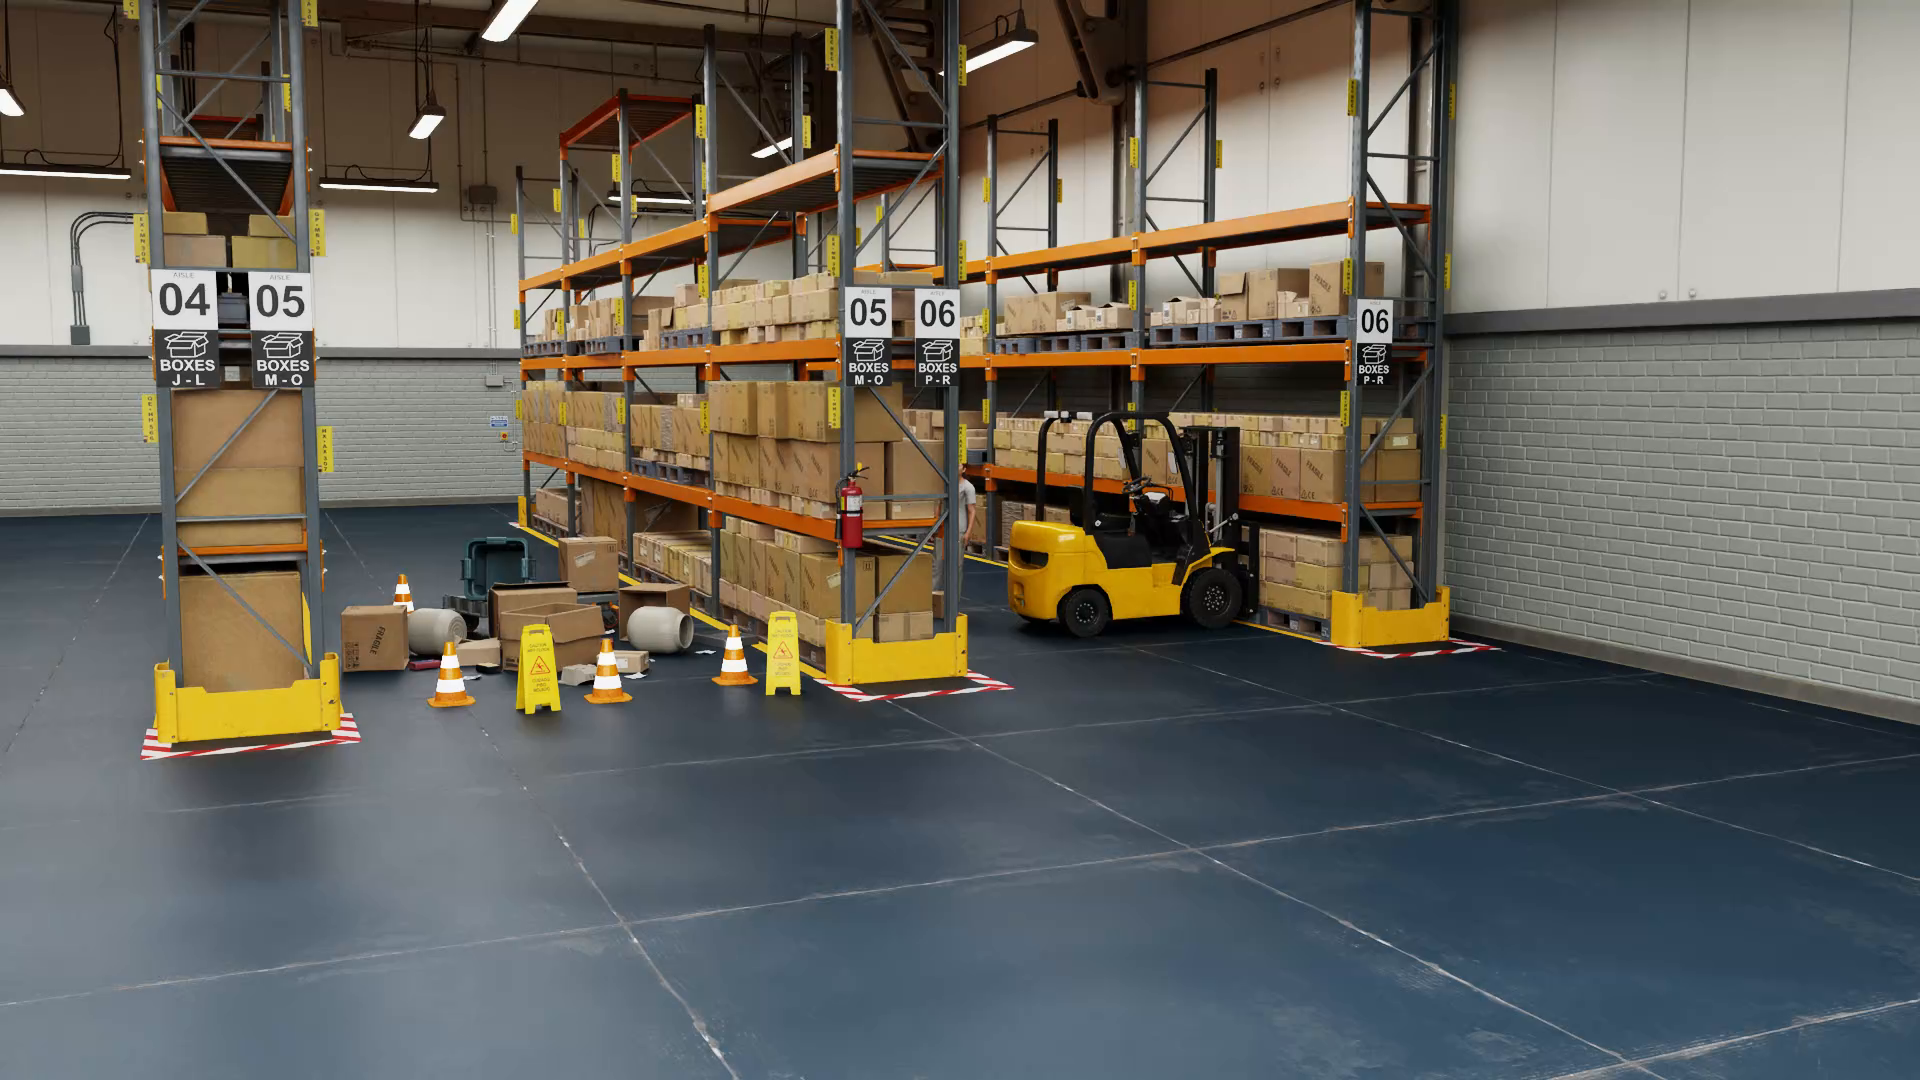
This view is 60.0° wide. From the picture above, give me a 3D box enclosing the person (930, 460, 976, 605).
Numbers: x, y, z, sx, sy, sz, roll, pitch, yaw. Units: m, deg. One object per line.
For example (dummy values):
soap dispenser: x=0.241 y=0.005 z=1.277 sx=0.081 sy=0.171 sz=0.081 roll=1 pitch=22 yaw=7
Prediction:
person: x=-0.126 y=-0.062 z=17.516 sx=0.549 sy=1.674 sz=0.548 roll=4 pitch=7 yaw=37
